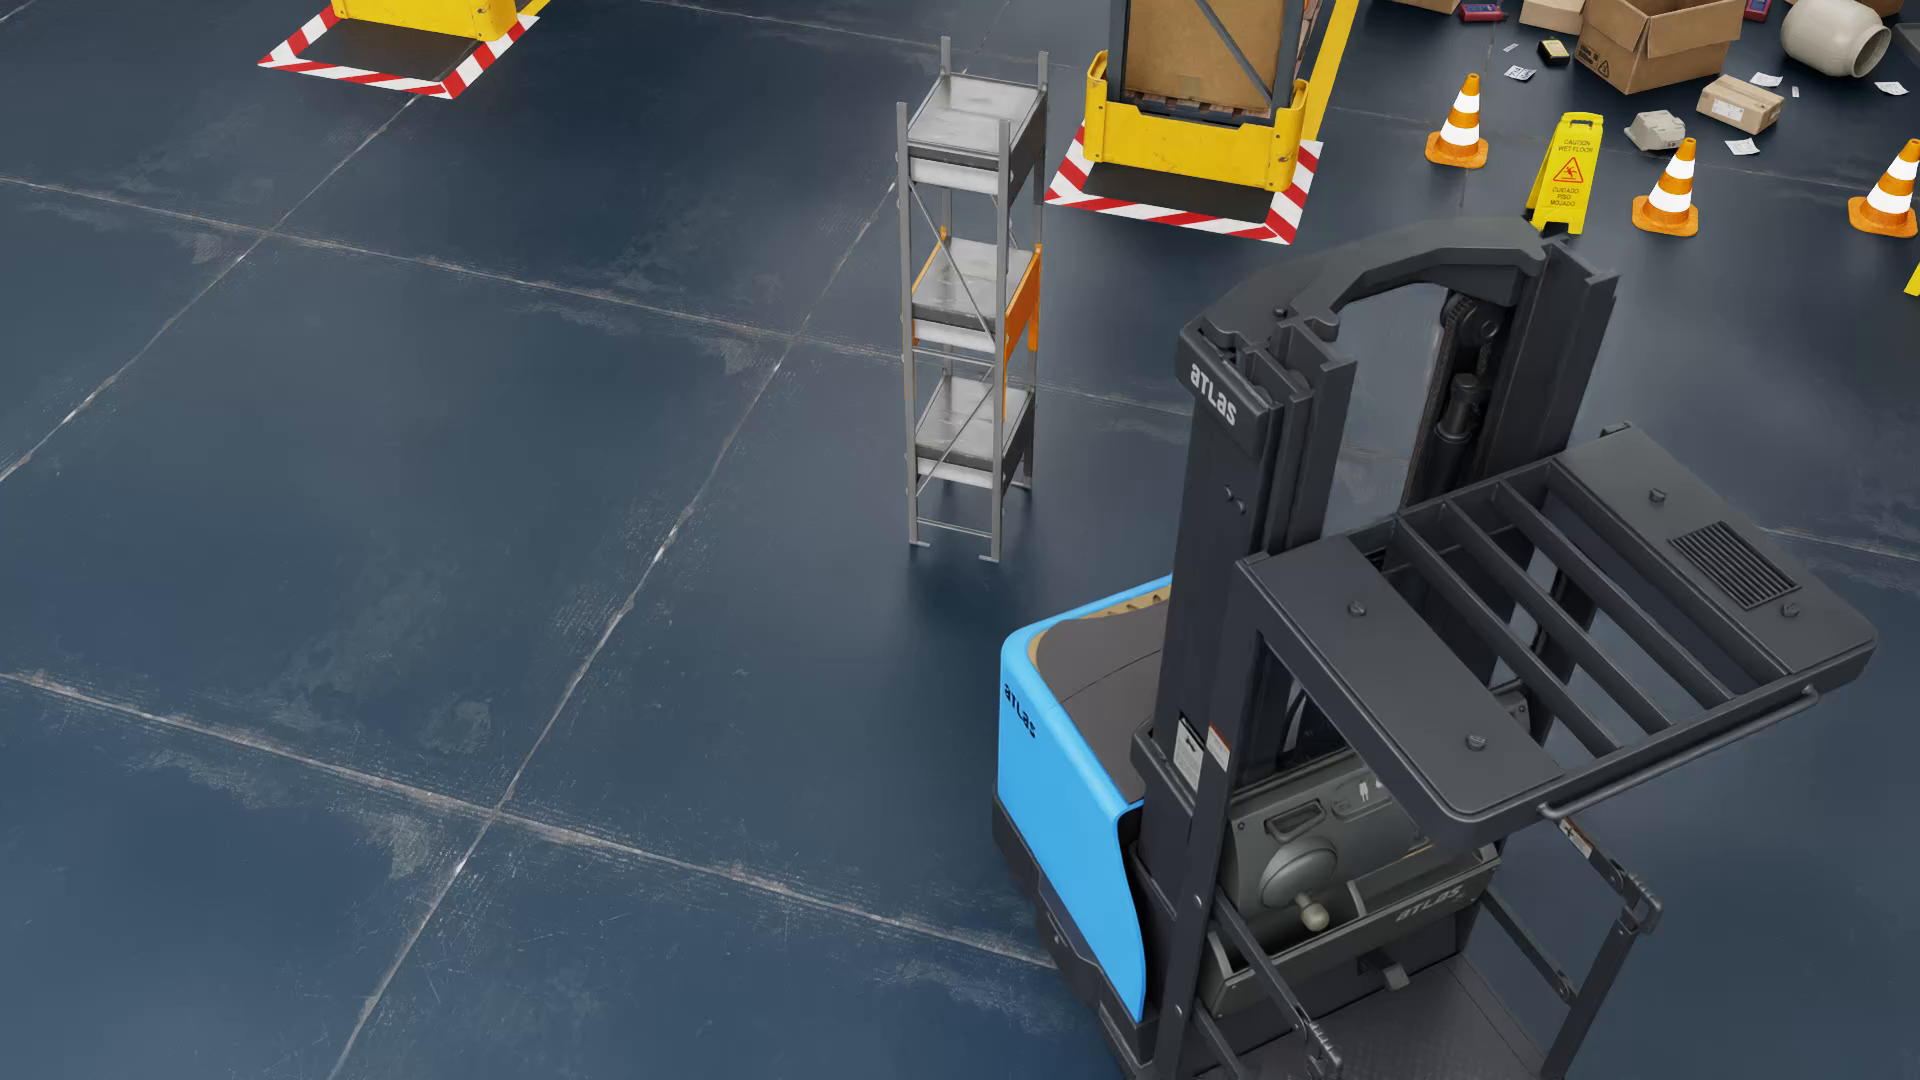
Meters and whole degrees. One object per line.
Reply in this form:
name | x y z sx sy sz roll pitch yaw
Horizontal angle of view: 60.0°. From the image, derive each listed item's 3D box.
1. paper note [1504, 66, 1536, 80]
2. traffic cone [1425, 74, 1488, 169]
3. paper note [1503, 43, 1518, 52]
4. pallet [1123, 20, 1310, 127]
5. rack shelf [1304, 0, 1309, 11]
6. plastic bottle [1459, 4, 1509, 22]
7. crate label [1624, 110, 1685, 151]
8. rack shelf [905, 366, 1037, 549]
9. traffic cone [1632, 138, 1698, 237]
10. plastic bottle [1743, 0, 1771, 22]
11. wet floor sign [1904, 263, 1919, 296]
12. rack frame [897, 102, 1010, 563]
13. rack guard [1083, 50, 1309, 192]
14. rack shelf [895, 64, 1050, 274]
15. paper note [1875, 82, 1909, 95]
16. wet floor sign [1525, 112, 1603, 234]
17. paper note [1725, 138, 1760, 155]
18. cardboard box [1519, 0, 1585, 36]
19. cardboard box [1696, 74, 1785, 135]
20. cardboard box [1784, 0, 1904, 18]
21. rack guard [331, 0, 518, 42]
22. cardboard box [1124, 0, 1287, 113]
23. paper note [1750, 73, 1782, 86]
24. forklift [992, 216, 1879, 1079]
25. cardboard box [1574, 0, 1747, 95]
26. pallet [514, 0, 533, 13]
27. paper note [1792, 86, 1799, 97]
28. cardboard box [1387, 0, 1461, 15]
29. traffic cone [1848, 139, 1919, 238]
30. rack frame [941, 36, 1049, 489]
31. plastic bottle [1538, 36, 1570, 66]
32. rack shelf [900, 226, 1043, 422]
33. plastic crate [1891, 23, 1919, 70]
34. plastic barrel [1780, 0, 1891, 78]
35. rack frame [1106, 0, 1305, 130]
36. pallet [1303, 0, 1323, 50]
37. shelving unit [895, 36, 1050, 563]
paper note | 3.372 -2.814 10.004 0.144 0.017 0.142 28 51 26
traffic cone | 2.805 -2.365 9.235 0.336 0.463 0.334 13 46 13
paper note | 3.393 -3.034 10.242 0.123 0.001 0.032 -33 53 -29
pallet | 1.459 -2.771 9.830 1.003 0.211 1.213 13 46 13
rack shelf | 1.897 -4.294 9.907 1.077 0.370 4.000 13 46 13
plastic bottle | 3.314 -3.333 10.511 0.283 0.061 0.133 -2 44 -2
crate label | 3.958 -2.320 9.421 0.250 0.136 0.298 -9 45 -9
rack shelf | 0.050 -0.351 7.026 0.431 0.518 0.480 13 46 12
traffic cone | 3.779 -1.899 8.759 0.336 0.463 0.334 13 46 13
plastic bottle | 5.073 -3.390 10.570 0.133 0.061 0.283 20 48 19
wet floor sign | 4.962 -1.496 8.216 0.267 0.644 0.232 28 51 26
rack frame | -0.024 -0.698 6.361 0.400 2.100 0.015 13 46 12
rack guard | 1.284 -2.309 9.151 1.175 0.500 0.348 13 46 13
rack shelf | 0.050 -1.351 6.047 0.431 0.518 0.480 13 46 12
paper note | 5.537 -2.690 9.876 0.142 0.019 0.148 -2 44 -2
wet floor sign | 3.169 -1.938 8.668 0.267 0.644 0.232 5 45 5
paper note | 4.429 -2.228 9.404 0.148 0.019 0.142 -2 44 -2
cardboard box | 3.737 -3.371 10.405 0.396 0.266 0.258 20 48 19
cardboard box | 4.511 -2.519 9.617 0.250 0.149 0.380 -33 53 -29
cardboard box | 5.629 -3.585 10.453 0.500 0.500 0.500 -24 49 -22
rack guard | -3.382 -3.493 10.362 1.175 0.500 0.348 13 46 13
cardboard box | 1.434 -3.075 9.366 0.875 0.875 0.875 13 46 13
paper note | 4.829 -2.758 9.954 0.148 0.019 0.142 28 51 26
forklift | 1.207 0.807 4.228 1.130 2.935 3.031 -19 47 -18
cardboard box | 4.158 -3.052 9.908 0.797 0.503 0.637 -16 47 -16
pallet | -3.103 -3.924 11.008 1.003 0.211 1.213 13 46 13
paper note | 4.953 -2.658 9.858 0.032 0.001 0.123 13 46 13
cardboard box | 3.010 -3.740 10.612 0.500 0.500 0.500 20 48 19
traffic cone | 4.940 -1.890 8.750 0.336 0.463 0.334 13 46 13
rack frame | 0.124 -1.023 6.694 0.400 2.100 0.015 13 46 12
plastic bottle | 3.621 -2.996 10.167 0.133 0.061 0.283 -2 44 -2
rack shelf | 0.050 -0.851 6.537 0.431 0.518 0.480 13 46 12
plastic crate | 5.994 -2.987 10.144 0.402 0.080 0.583 -2 44 -2
plastic barrel | 5.222 -3.014 9.926 0.421 0.421 0.512 -24 49 -22
rack frame | 1.291 -3.218 8.293 1.000 3.000 0.127 13 46 13
pallet | 1.830 -3.582 10.658 1.003 0.211 1.213 13 46 13
shelving unit | 0.050 -0.861 6.527 0.431 2.100 0.503 13 46 12
